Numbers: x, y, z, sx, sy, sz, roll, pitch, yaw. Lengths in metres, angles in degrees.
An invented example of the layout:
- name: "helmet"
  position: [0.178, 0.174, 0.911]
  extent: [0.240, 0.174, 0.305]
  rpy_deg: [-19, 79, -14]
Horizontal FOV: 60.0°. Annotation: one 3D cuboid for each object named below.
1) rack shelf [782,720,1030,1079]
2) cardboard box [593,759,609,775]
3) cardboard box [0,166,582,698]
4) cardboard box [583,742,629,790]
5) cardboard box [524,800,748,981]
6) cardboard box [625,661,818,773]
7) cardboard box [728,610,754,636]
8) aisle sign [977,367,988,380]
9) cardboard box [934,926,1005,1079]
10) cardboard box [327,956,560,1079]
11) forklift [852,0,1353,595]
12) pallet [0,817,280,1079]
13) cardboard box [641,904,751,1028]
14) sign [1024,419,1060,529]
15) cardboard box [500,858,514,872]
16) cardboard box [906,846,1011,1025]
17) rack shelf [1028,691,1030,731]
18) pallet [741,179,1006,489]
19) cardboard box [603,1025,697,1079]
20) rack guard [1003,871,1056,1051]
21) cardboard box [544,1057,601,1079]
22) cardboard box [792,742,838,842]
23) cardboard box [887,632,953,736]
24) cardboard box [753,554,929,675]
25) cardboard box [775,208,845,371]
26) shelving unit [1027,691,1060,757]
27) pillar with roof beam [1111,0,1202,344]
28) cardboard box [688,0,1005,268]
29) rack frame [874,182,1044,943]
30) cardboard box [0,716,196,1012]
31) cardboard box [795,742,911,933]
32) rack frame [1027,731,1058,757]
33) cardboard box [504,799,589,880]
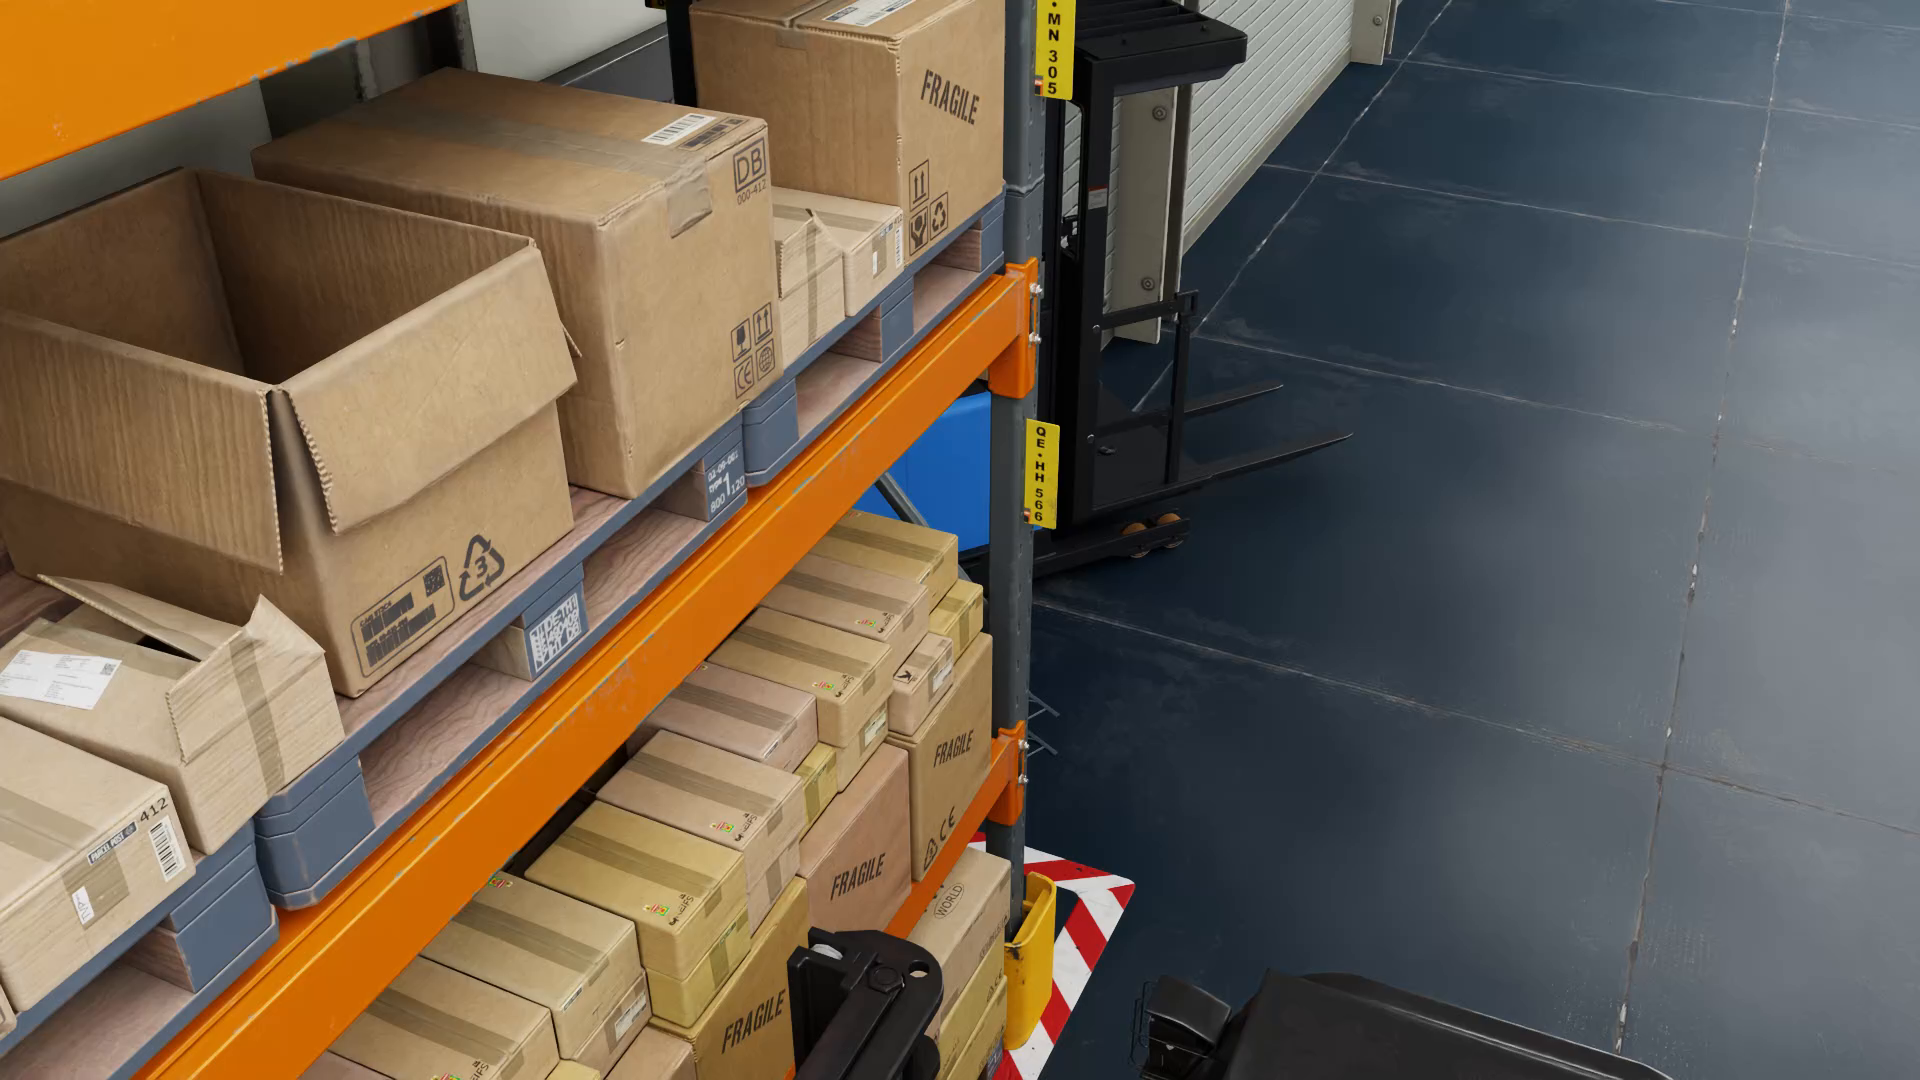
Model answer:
- name: "rack shelf"
  position: [-1.106, 1.572, 3.773]
  extent: [1.077, 0.370, 4.000]
  rpy_deg: [14, 36, 20]
- name: "cardboard box"
  position: [-1.046, 0.470, 3.844]
  extent: [0.380, 0.149, 0.250]
  rpy_deg: [15, 36, 22]
- name: "cardboard box"
  position: [-1.032, -0.194, 2.506]
  extent: [0.797, 0.503, 0.637]
  rpy_deg: [15, 36, 22]
- name: "cardboard box"
  position: [-0.971, 0.453, 4.141]
  extent: [0.380, 0.149, 0.250]
  rpy_deg: [13, 35, 19]
- name: "cardboard box"
  position: [-0.671, 0.723, 3.458]
  extent: [0.380, 0.149, 0.250]
  rpy_deg: [15, 36, 21]
- name: "cardboard box"
  position: [-0.559, 0.438, 3.893]
  extent: [0.380, 0.149, 0.250]
  rpy_deg: [14, 36, 21]
- name: "cardboard box"
  position: [-0.692, 0.209, 4.513]
  extent: [0.380, 0.149, 0.250]
  rpy_deg: [14, 36, 20]
- name: "aisle sign"
  position: [0.025, -0.778, 4.330]
  extent: [0.394, 0.787, 0.004]
  rpy_deg: [14, 36, 20]
- name: "cardboard box"
  position: [-0.189, 1.354, 5.118]
  extent: [0.500, 0.250, 0.500]
  rpy_deg: [14, 36, 20]
- name: "cardboard box"
  position: [-0.985, 0.951, 3.110]
  extent: [0.380, 0.149, 0.250]
  rpy_deg: [14, 36, 21]
- name: "forklift"
  position: [0.558, -1.381, 7.683]
  extent: [3.031, 2.935, 1.130]
  rpy_deg: [-16, 36, -22]
- name: "pallet"
  position: [-1.609, 0.619, 1.916]
  extent: [1.003, 0.211, 1.213]
  rpy_deg: [14, 36, 20]
- name: "cardboard box"
  position: [-0.674, 0.843, 3.546]
  extent: [0.380, 0.149, 0.250]
  rpy_deg: [14, 36, 21]
- name: "sign"
  position: [0.218, -0.177, 4.512]
  extent: [0.100, 0.325, 0.005]
  rpy_deg: [14, 36, 20]
- name: "cardboard box"
  position: [-1.249, 0.695, 3.771]
  extent: [0.380, 0.149, 0.250]
  rpy_deg: [15, 36, 22]
- name: "cardboard box"
  position: [-0.179, 1.132, 5.001]
  extent: [0.500, 0.250, 0.500]
  rpy_deg: [15, 36, 22]
- name: "rack shelf"
  position: [0.177, 0.748, 6.915]
  extent: [0.258, 0.200, 0.077]
  rpy_deg: [-24, 41, -32]
- name: "pallet"
  position: [-0.589, -0.596, 3.769]
  extent: [1.003, 0.211, 1.213]
  rpy_deg: [14, 36, 20]
- name: "cardboard box"
  position: [-0.877, 1.303, 3.436]
  extent: [0.500, 0.500, 0.500]
  rpy_deg: [14, 36, 21]
- name: "rack guard"
  position: [-0.259, 1.308, 5.799]
  extent: [1.175, 0.500, 0.348]
  rpy_deg: [14, 36, 20]
- name: "cardboard box"
  position: [-0.905, 1.090, 3.169]
  extent: [0.380, 0.149, 0.250]
  rpy_deg: [13, 36, 20]
- name: "cardboard box"
  position: [-0.518, 0.569, 3.964]
  extent: [0.380, 0.149, 0.250]
  rpy_deg: [14, 36, 20]
- name: "cardboard box"
  position: [-0.240, 0.333, 4.324]
  extent: [0.380, 0.149, 0.250]
  rpy_deg: [15, 36, 21]
- name: "cardboard box"
  position: [-0.303, 0.194, 4.264]
  extent: [0.380, 0.149, 0.250]
  rpy_deg: [14, 36, 21]
- name: "cardboard box"
  position: [-0.446, -0.532, 3.239]
  extent: [0.396, 0.266, 0.258]
  rpy_deg: [14, 36, 21]
- name: "shelving unit"
  position: [0.027, 0.646, 7.067]
  extent: [0.258, 0.210, 0.900]
  rpy_deg: [-24, 41, -32]
- name: "pillar with roof beam"
  position: [5.041, -4.095, 6.288]
  extent: [9.100, 9.000, 0.400]
  rpy_deg: [14, 36, 20]
- name: "cardboard box"
  position: [-0.233, -0.962, 3.681]
  extent: [0.500, 0.500, 0.500]
  rpy_deg: [15, 36, 22]
- name: "rack frame"
  position: [-0.269, 0.275, 5.095]
  extent: [1.000, 3.000, 0.127]
  rpy_deg: [14, 36, 20]
- name: "cardboard box"
  position: [-1.158, 0.364, 1.979]
  extent: [0.380, 0.149, 0.250]
  rpy_deg: [15, 36, 22]
- name: "cardboard box"
  position: [-0.462, 0.795, 4.211]
  extent: [0.500, 0.500, 0.500]
  rpy_deg: [15, 36, 22]
- name: "rack frame"
  position: [0.026, 0.730, 7.123]
  extent: [0.240, 0.006, 0.900]
  rpy_deg: [-24, 41, -32]
- name: "cardboard box"
  position: [-1.133, 0.932, 4.002]
  extent: [0.500, 0.500, 0.500]
  rpy_deg: [14, 36, 20]
